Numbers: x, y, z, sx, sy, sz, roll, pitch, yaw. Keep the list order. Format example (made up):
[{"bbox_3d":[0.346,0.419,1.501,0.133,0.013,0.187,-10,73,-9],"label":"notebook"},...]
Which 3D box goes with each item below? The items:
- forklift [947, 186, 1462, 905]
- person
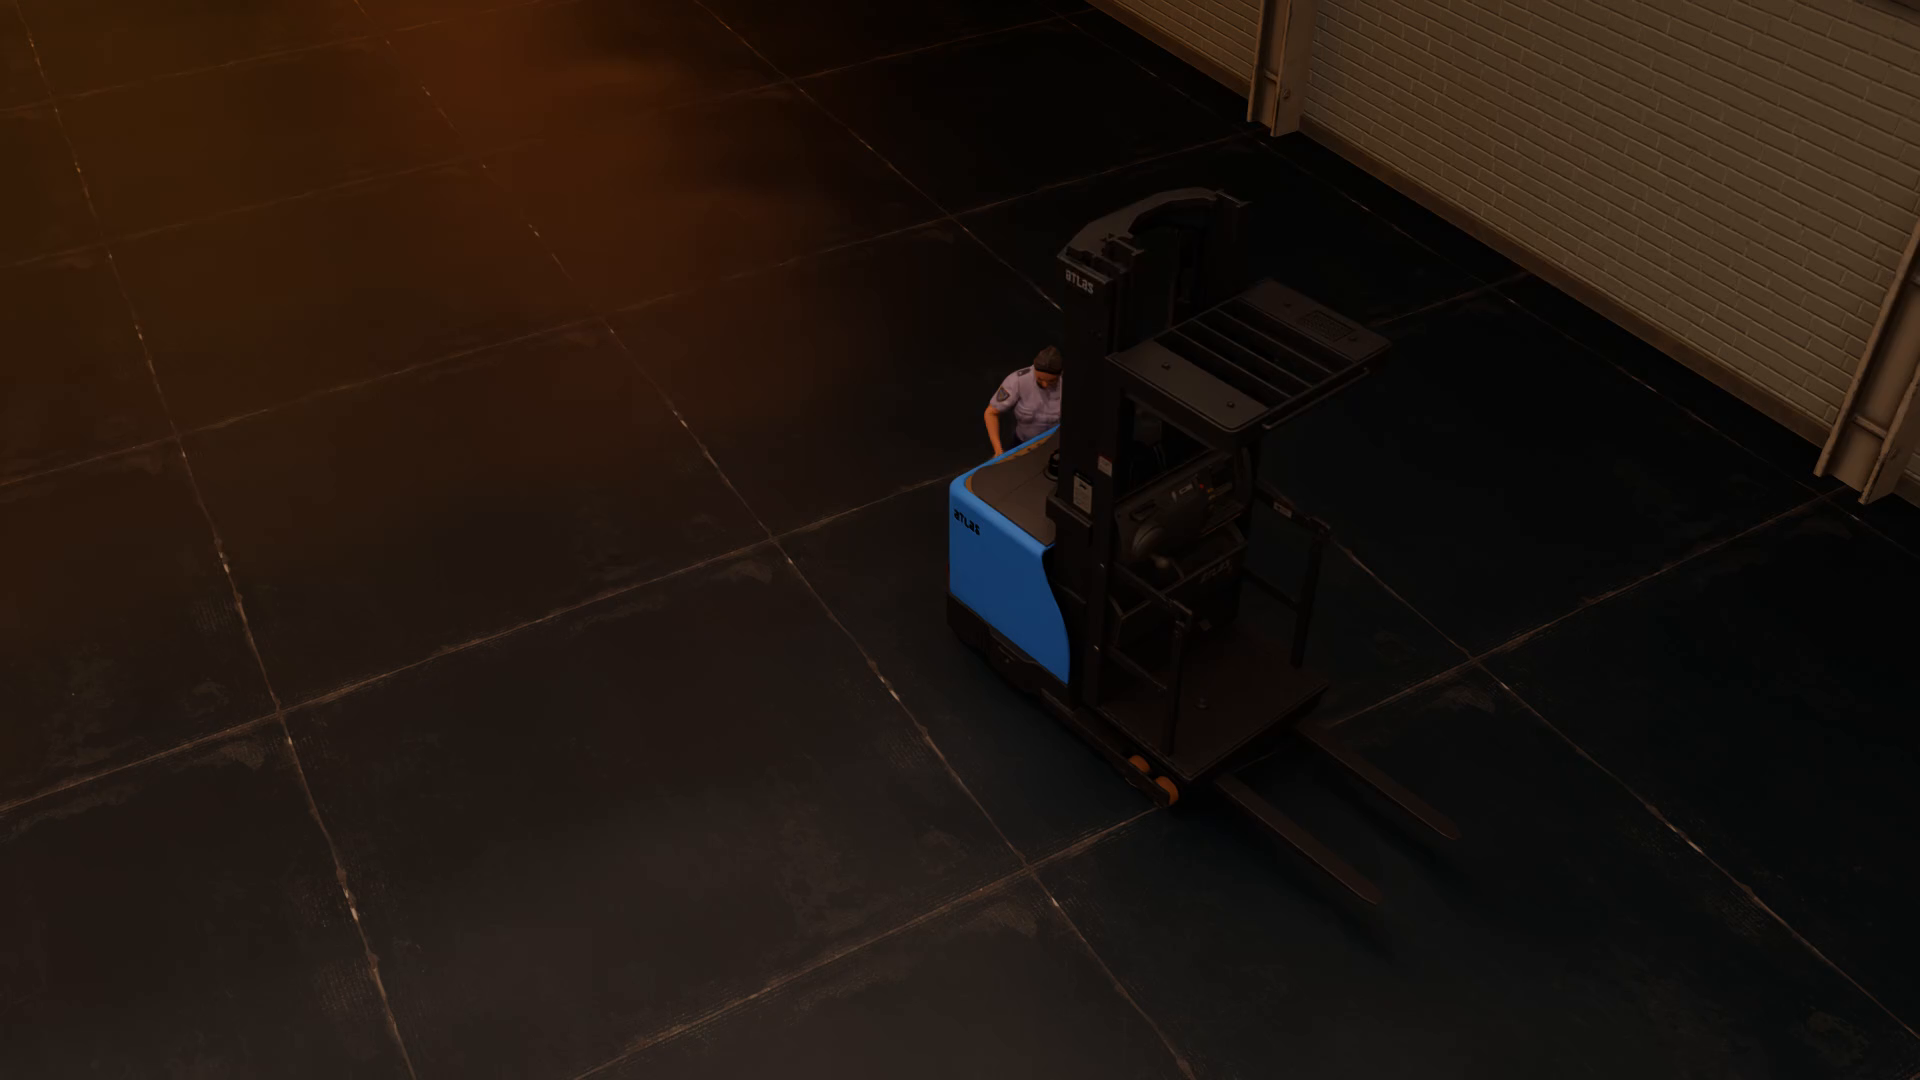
[{"bbox_3d":[1.257,-0.101,8.158,1.130,2.935,3.031,-28,47,-30],"label":"forklift"},{"bbox_3d":[0.546,-0.464,9.754,1.234,1.463,0.892,4,40,5],"label":"person"}]
